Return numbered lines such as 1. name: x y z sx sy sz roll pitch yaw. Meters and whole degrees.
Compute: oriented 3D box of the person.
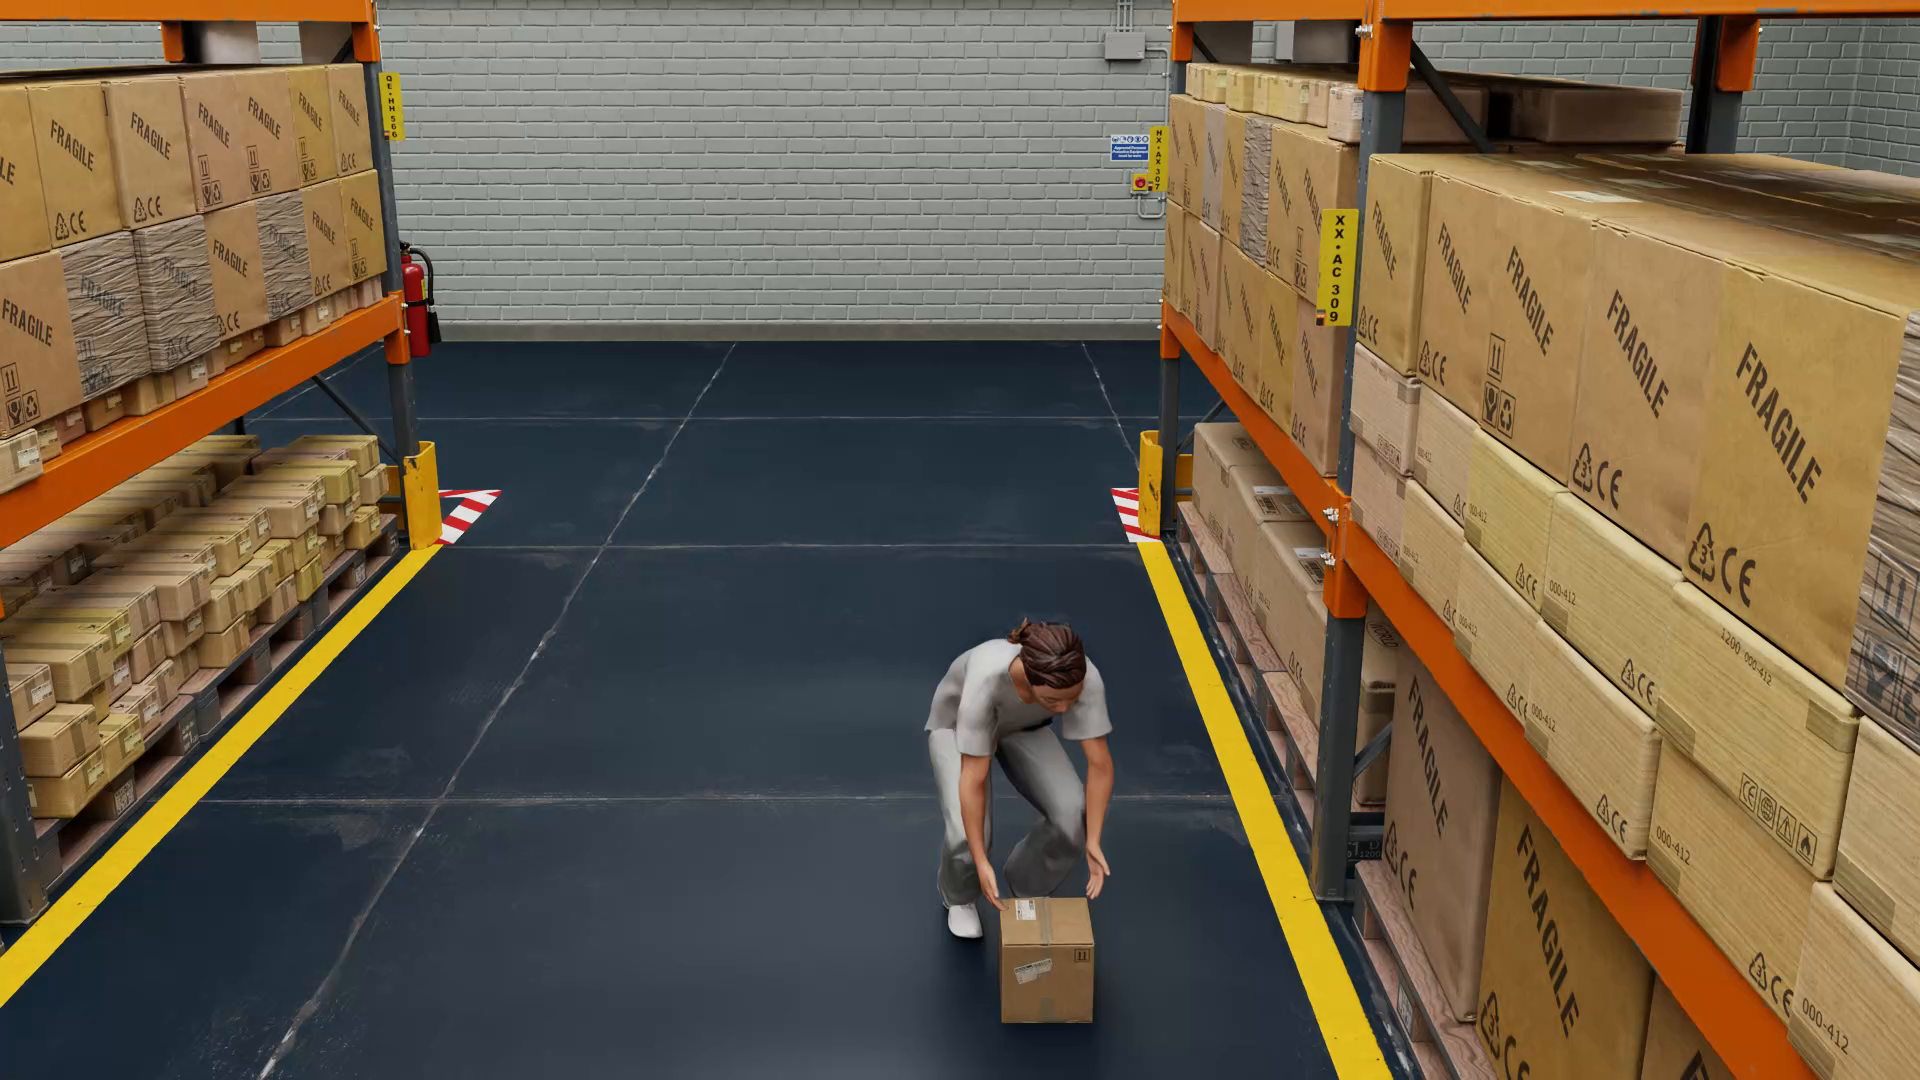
1. person: 0.170 0.669 4.905 0.492 1.075 0.764 -4 18 -14
